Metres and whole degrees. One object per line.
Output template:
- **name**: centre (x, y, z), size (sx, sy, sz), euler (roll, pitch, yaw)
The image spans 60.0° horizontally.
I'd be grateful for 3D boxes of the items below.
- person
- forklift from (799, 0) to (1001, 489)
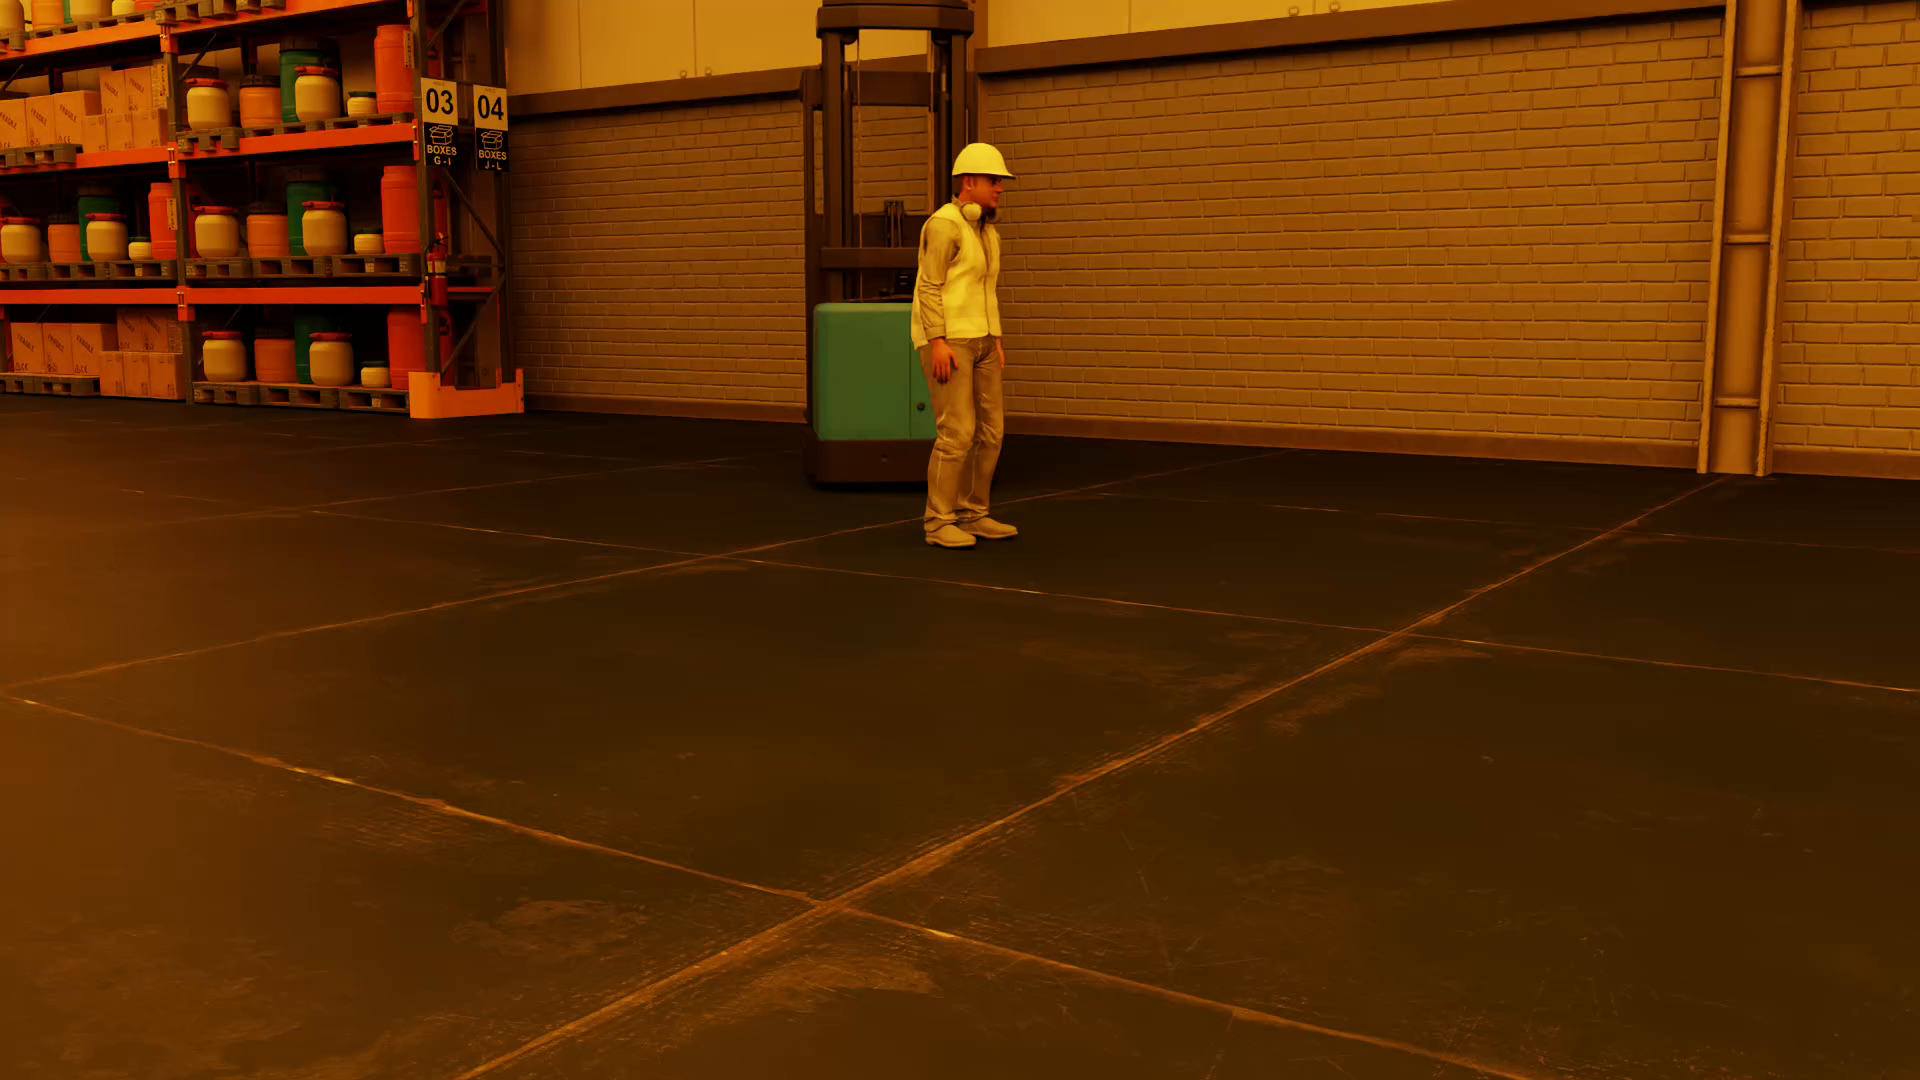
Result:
- **person**: centre (0.025, -0.875, 7.474), size (0.463, 1.770, 0.580), euler (5, 10, 32)
- **forklift**: centre (-0.463, -1.920, 10.695), size (1.130, 2.935, 3.031), euler (-1, 8, -7)
